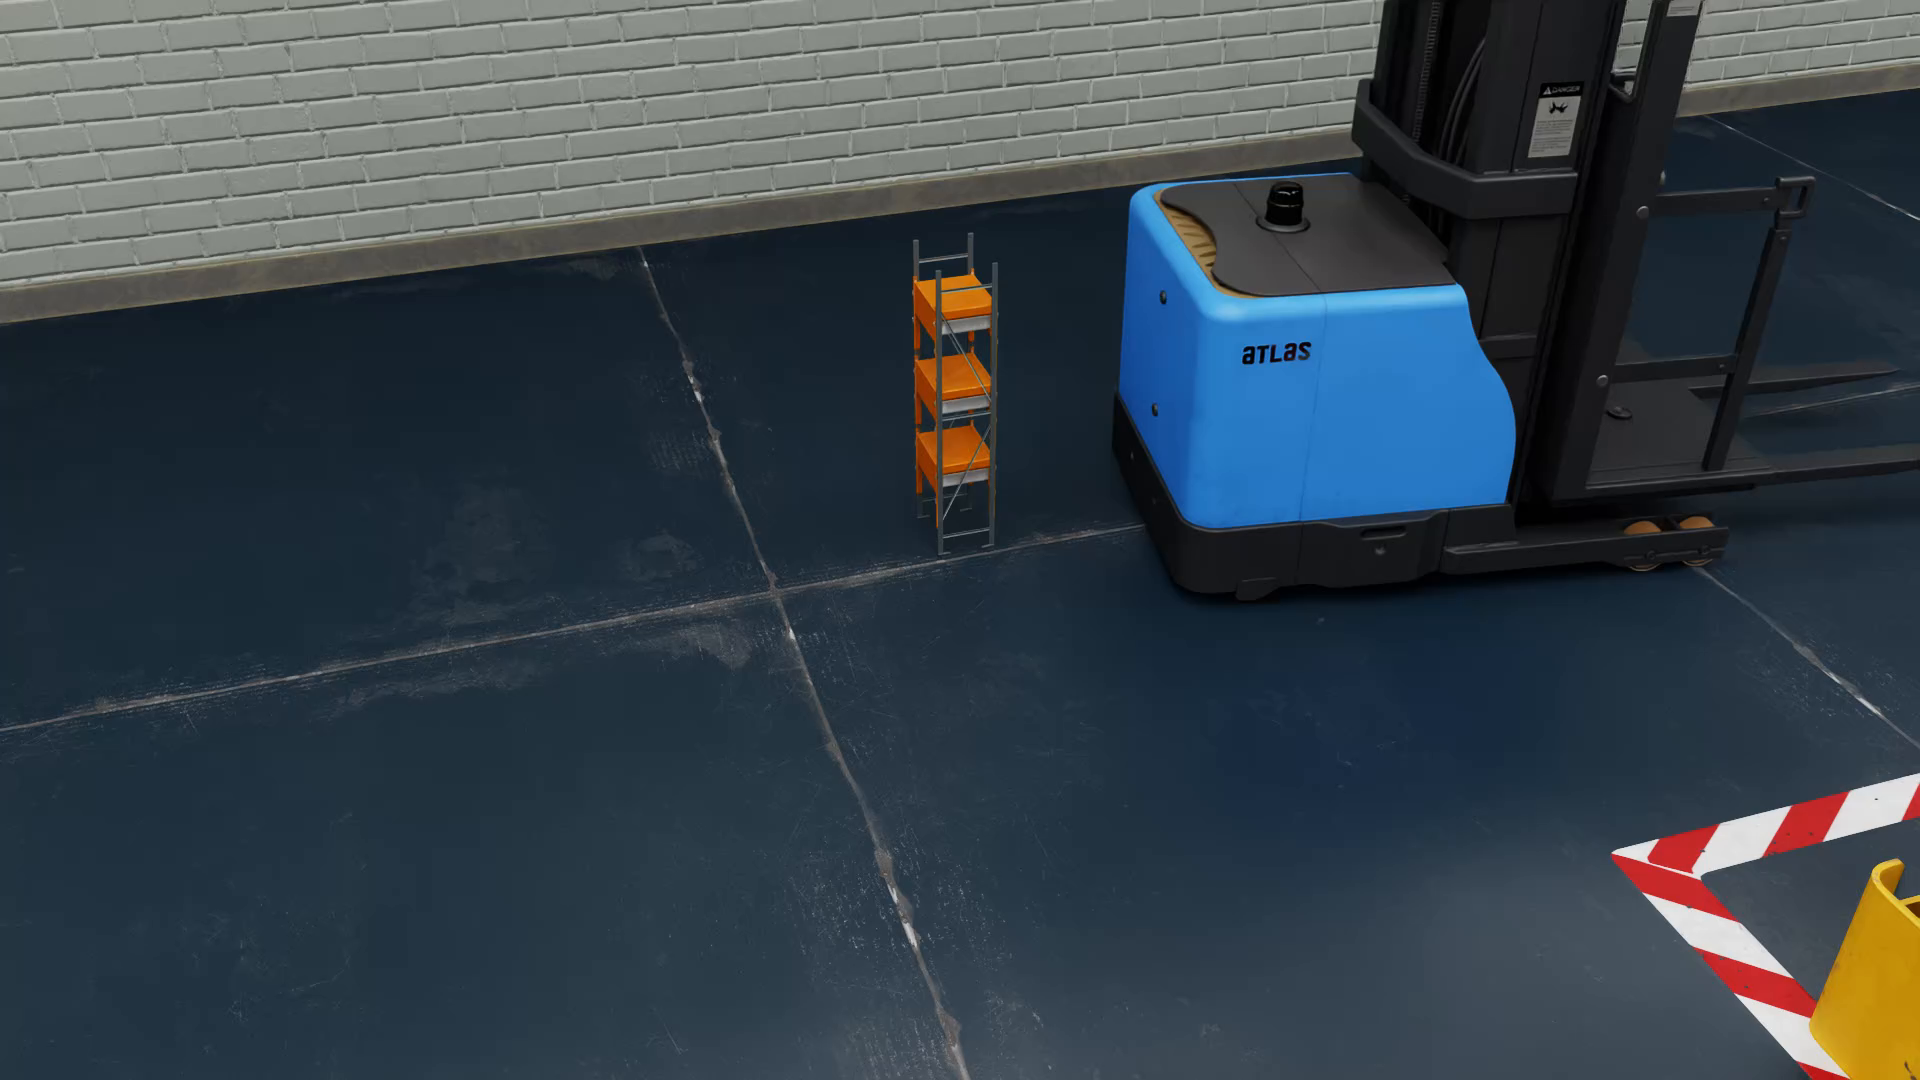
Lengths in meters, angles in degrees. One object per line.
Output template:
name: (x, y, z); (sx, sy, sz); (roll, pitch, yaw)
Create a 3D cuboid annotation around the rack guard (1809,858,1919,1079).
rack guard: (2.623, 0.939, 3.876); (1.175, 0.500, 0.348); (-10, 35, -15)

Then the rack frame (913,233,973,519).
rack frame: (-0.054, -0.530, 5.600); (0.200, 1.050, 0.008); (-10, 35, -15)

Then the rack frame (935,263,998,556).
rack frame: (0.021, -0.402, 5.406); (0.200, 1.050, 0.008); (-10, 35, -15)

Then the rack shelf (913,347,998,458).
rack shelf: (-0.016, -0.457, 5.509); (0.215, 0.259, 0.240); (-10, 35, -15)

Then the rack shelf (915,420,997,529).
rack shelf: (-0.016, -0.225, 5.662); (0.215, 0.259, 0.240); (-10, 35, -15)

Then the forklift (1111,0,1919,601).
forklift: (2.123, -1.400, 5.211); (3.031, 2.935, 1.130); (-5, 34, -8)

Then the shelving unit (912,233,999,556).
shelving unit: (-0.016, -0.466, 5.503); (0.215, 1.050, 0.252); (-10, 35, -15)

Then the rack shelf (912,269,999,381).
rack shelf: (-0.016, -0.694, 5.352); (0.215, 0.259, 0.240); (-10, 35, -15)
